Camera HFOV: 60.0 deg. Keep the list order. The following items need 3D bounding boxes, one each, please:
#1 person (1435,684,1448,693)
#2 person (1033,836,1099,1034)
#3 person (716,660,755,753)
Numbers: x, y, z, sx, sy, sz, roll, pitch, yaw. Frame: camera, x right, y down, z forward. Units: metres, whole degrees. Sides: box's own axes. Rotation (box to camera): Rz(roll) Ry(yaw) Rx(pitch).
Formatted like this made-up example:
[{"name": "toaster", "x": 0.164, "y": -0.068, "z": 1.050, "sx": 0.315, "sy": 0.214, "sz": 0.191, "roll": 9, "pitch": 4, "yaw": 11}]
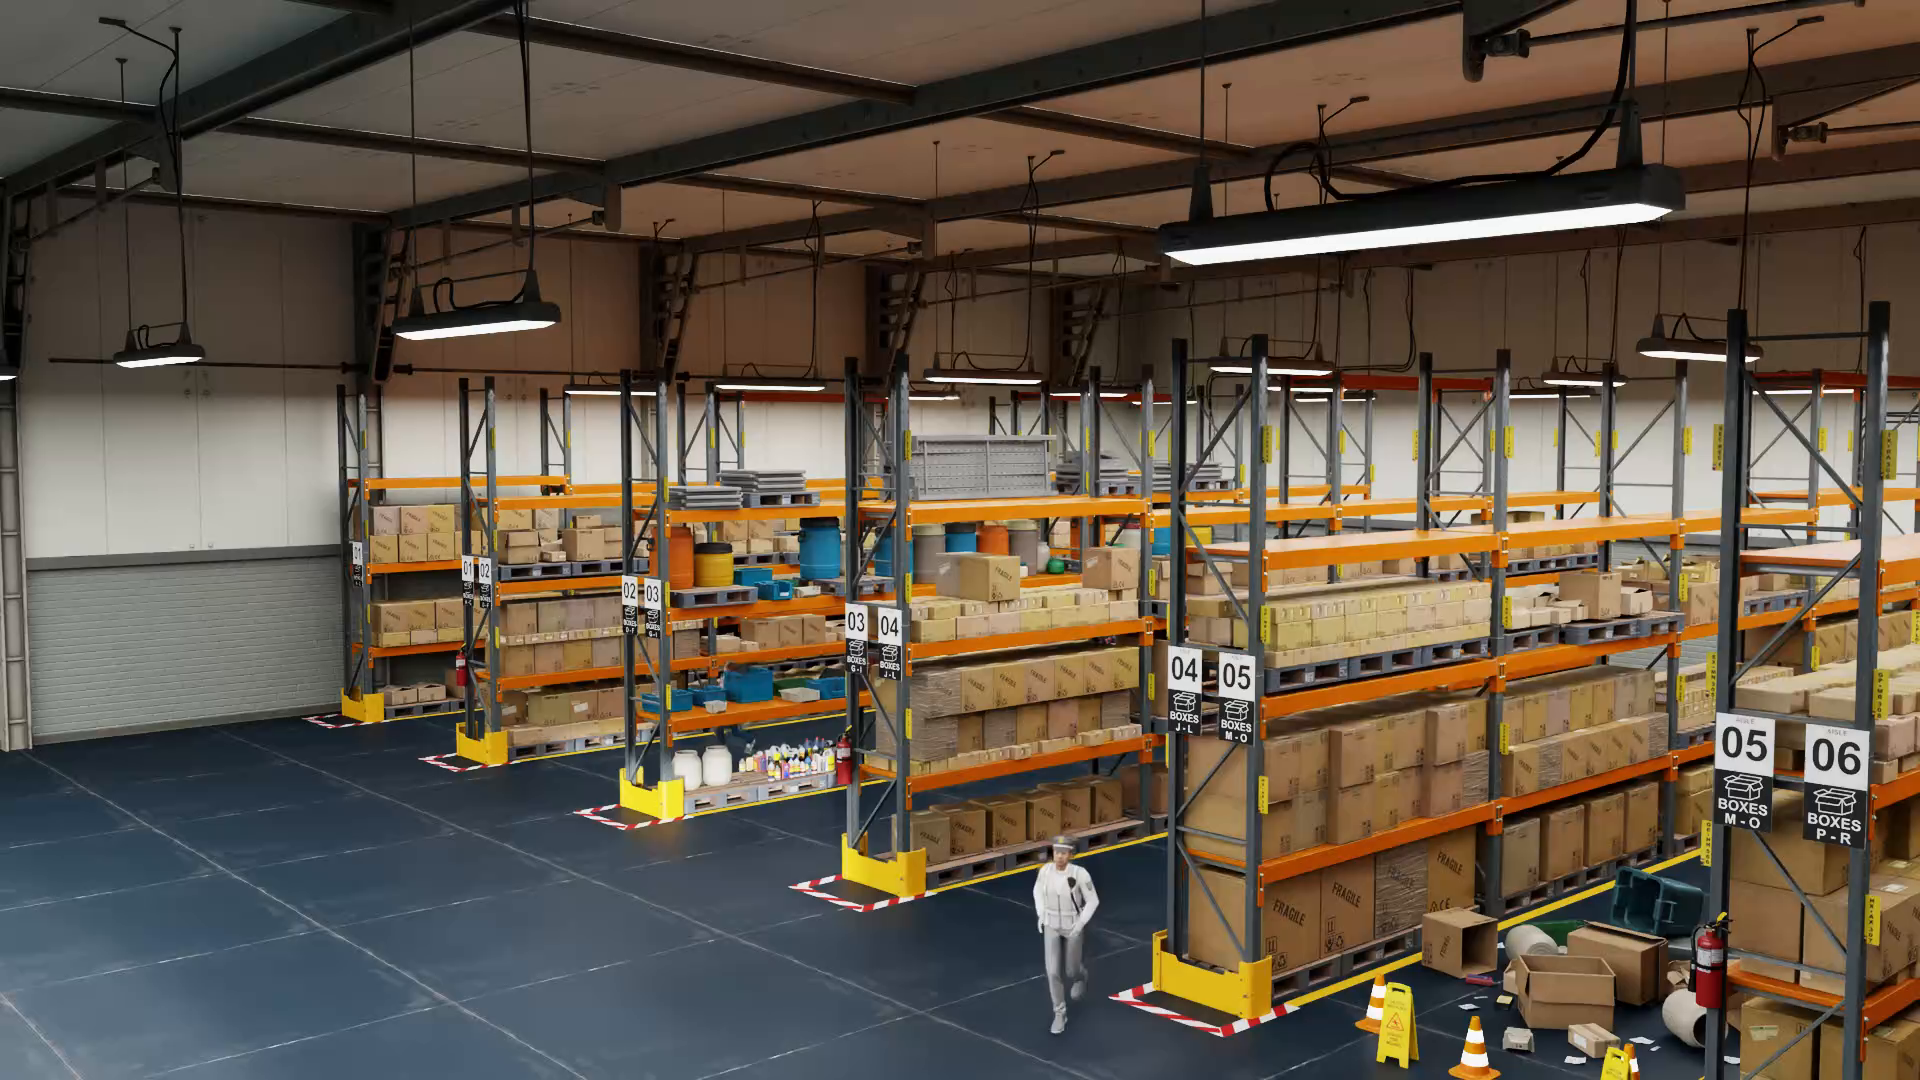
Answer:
[{"name": "person", "x": 6.766, "y": 2.808, "z": 23.362, "sx": 0.746, "sy": 1.730, "sz": 0.576, "roll": -3, "pitch": 5, "yaw": -41}, {"name": "person", "x": 0.925, "y": 3.384, "z": 14.583, "sx": 0.609, "sy": 1.677, "sz": 0.781, "roll": 1, "pitch": 4, "yaw": 15}, {"name": "person", "x": -3.589, "y": 2.656, "z": 25.994, "sx": 0.545, "sy": 1.575, "sz": 0.864, "roll": 3, "pitch": 5, "yaw": 41}]
